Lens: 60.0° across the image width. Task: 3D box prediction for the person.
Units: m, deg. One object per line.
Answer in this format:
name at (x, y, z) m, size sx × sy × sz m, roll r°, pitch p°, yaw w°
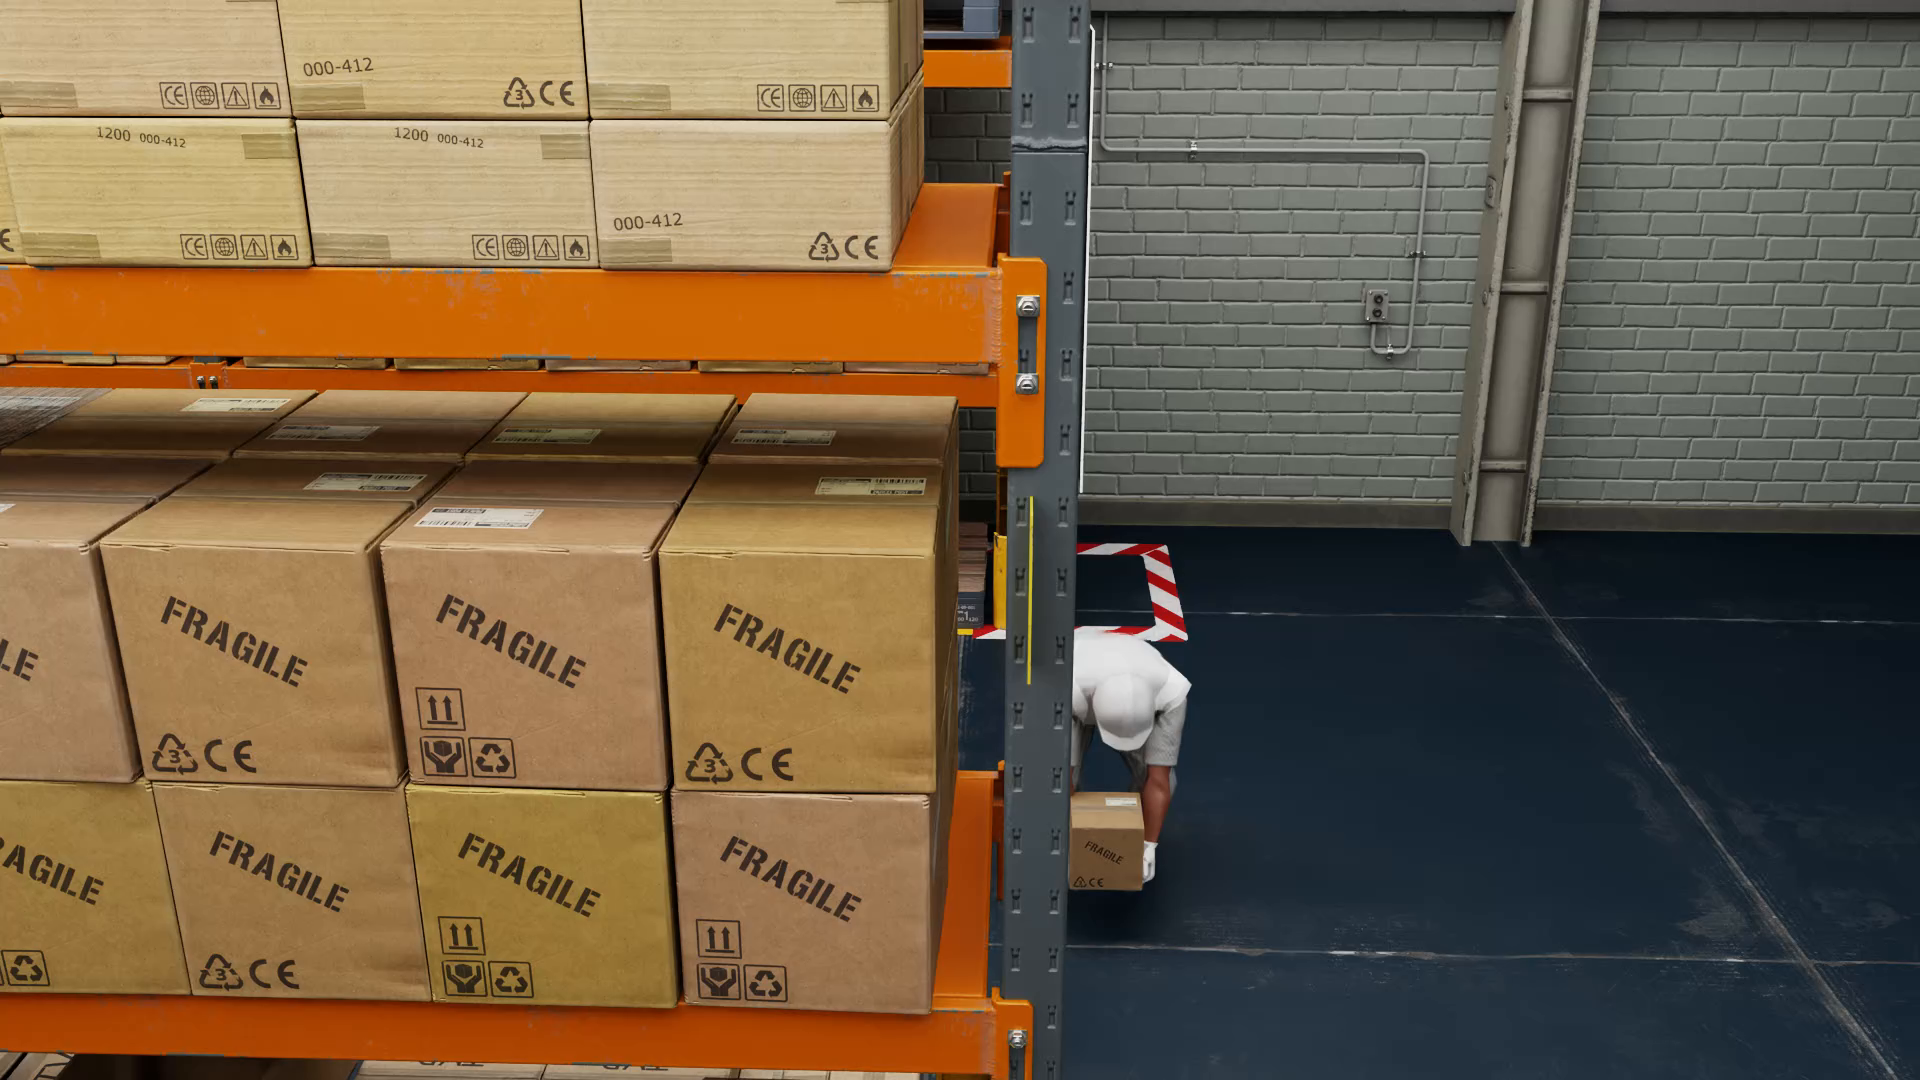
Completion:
person at (0.549, 0.783, 6.093) m, size 0.542 × 0.994 × 0.954 m, roll 0°, pitch 21°, yaw 0°
